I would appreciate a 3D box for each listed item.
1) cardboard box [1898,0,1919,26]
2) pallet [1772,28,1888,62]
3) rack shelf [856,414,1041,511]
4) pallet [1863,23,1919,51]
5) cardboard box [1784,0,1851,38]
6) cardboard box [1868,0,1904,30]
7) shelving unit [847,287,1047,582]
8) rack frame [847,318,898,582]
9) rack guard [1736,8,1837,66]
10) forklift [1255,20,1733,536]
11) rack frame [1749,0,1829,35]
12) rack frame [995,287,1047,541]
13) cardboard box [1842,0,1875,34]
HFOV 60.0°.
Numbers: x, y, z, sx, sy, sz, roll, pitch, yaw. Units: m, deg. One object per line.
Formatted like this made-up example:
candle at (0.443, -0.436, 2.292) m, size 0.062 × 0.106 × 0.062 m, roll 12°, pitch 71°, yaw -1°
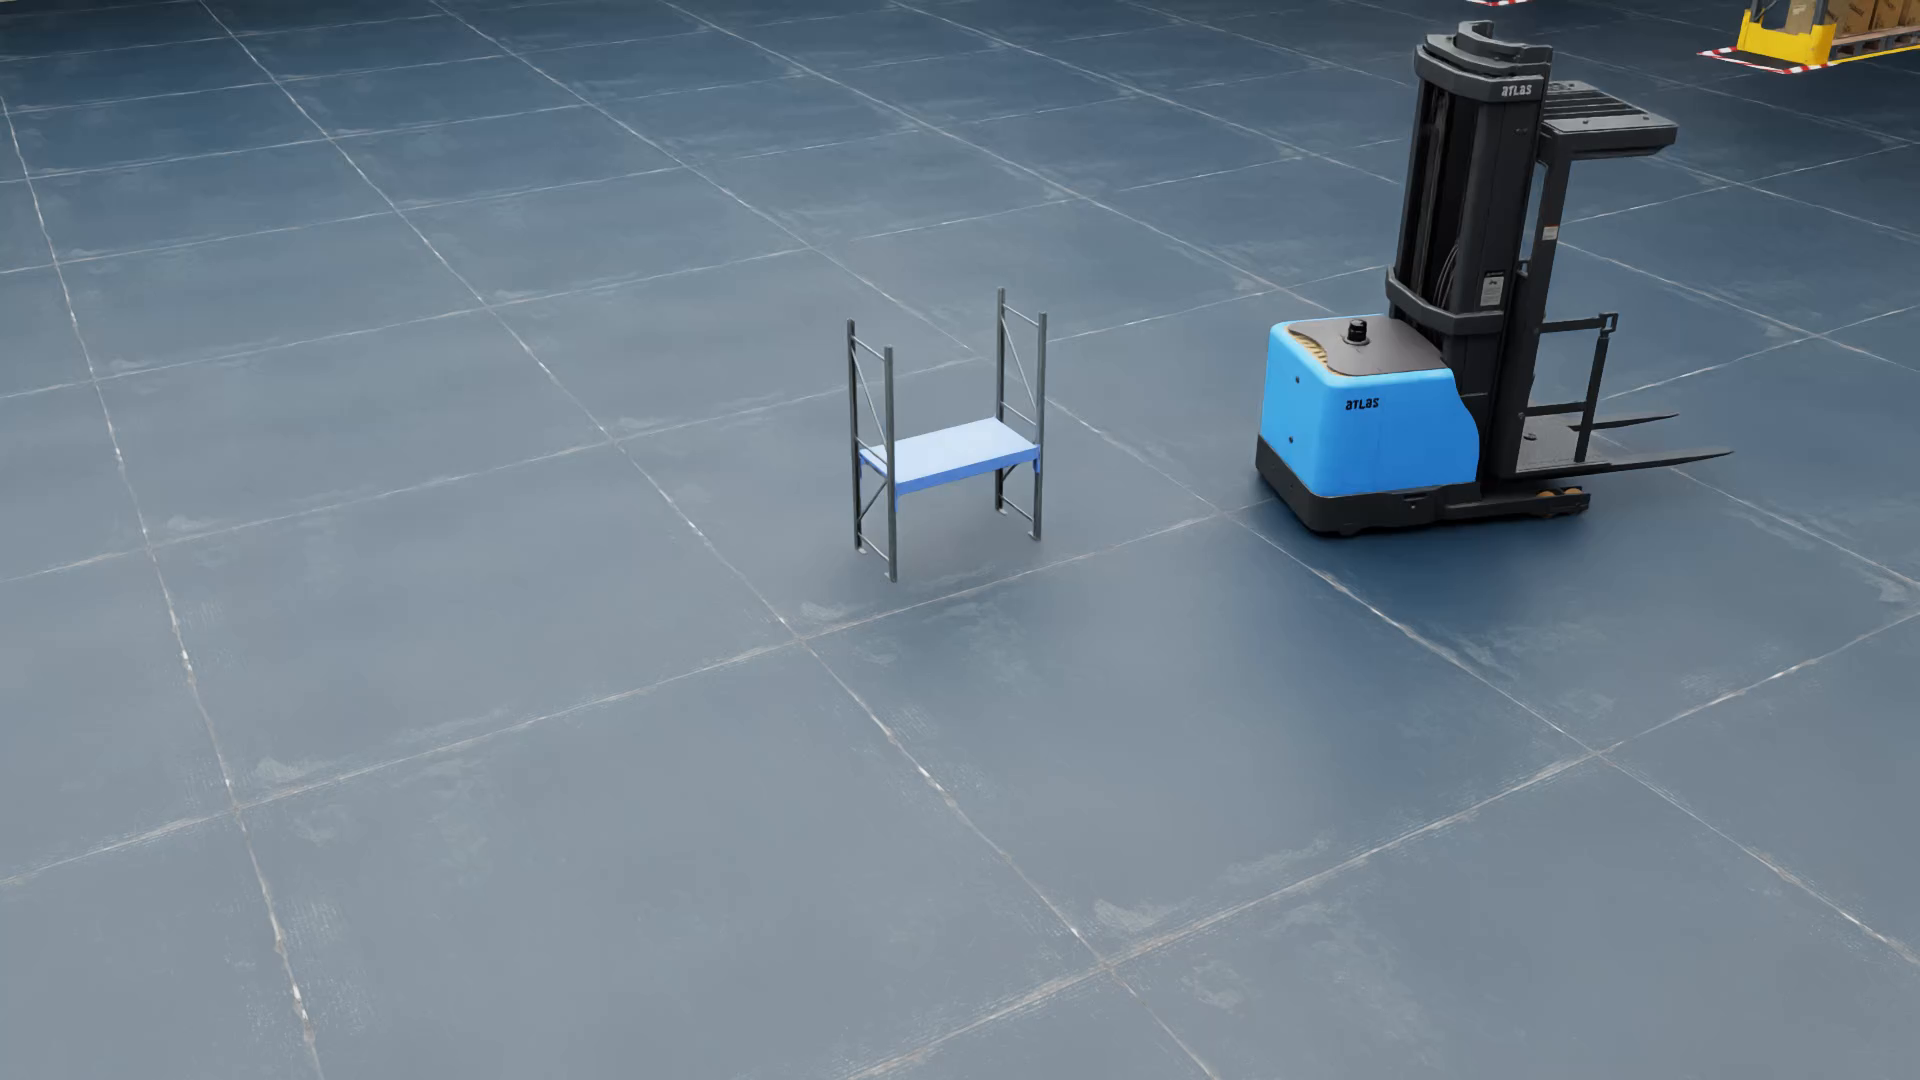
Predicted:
cardboard box at (12.849, -7.335, 22.687) m, size 0.500 × 0.500 × 0.500 m, roll -19°, pitch 34°, yaw -31°
pallet at (11.535, -6.658, 22.193) m, size 1.213 × 0.211 × 1.003 m, roll -16°, pitch 33°, yaw -26°
rack shelf at (-0.074, -0.478, 10.035) m, size 1.000 × 0.185 × 0.538 m, roll -16°, pitch 33°, yaw -26°
pallet at (12.586, -6.954, 22.731) m, size 1.213 × 0.211 × 1.003 m, roll -16°, pitch 33°, yaw -26°
cardboard box at (11.298, -6.911, 21.919) m, size 0.500 × 0.500 × 0.500 m, roll -10°, pitch 30°, yaw -17°
cardboard box at (12.346, -7.217, 22.474) m, size 0.500 × 0.500 × 0.500 m, roll -13°, pitch 31°, yaw -22°
shelving unit at (-0.074, -0.636, 9.948) m, size 1.048 × 1.500 × 0.538 m, roll -16°, pitch 33°, yaw -26°
rack frame at (-0.512, -0.511, 9.723) m, size 0.032 × 1.500 × 0.500 m, roll -16°, pitch 33°, yaw -26°
rack guard at (10.817, -6.600, 21.790) m, size 0.348 × 0.500 × 1.175 m, roll -16°, pitch 33°, yaw -26°
forklift at (3.542, -1.667, 10.336) m, size 3.031 × 2.935 × 1.130 m, roll -6°, pitch 29°, yaw -11°
rack frame at (10.751, -7.676, 21.152) m, size 0.127 × 3.000 × 1.000 m, roll -16°, pitch 33°, yaw -26°
rack frame at (0.365, -0.760, 10.173) m, size 0.032 × 1.500 × 0.500 m, roll -16°, pitch 33°, yaw -26°
cardboard box at (11.796, -7.072, 22.210) m, size 0.500 × 0.500 × 0.500 m, roll -8°, pitch 30°, yaw -13°
